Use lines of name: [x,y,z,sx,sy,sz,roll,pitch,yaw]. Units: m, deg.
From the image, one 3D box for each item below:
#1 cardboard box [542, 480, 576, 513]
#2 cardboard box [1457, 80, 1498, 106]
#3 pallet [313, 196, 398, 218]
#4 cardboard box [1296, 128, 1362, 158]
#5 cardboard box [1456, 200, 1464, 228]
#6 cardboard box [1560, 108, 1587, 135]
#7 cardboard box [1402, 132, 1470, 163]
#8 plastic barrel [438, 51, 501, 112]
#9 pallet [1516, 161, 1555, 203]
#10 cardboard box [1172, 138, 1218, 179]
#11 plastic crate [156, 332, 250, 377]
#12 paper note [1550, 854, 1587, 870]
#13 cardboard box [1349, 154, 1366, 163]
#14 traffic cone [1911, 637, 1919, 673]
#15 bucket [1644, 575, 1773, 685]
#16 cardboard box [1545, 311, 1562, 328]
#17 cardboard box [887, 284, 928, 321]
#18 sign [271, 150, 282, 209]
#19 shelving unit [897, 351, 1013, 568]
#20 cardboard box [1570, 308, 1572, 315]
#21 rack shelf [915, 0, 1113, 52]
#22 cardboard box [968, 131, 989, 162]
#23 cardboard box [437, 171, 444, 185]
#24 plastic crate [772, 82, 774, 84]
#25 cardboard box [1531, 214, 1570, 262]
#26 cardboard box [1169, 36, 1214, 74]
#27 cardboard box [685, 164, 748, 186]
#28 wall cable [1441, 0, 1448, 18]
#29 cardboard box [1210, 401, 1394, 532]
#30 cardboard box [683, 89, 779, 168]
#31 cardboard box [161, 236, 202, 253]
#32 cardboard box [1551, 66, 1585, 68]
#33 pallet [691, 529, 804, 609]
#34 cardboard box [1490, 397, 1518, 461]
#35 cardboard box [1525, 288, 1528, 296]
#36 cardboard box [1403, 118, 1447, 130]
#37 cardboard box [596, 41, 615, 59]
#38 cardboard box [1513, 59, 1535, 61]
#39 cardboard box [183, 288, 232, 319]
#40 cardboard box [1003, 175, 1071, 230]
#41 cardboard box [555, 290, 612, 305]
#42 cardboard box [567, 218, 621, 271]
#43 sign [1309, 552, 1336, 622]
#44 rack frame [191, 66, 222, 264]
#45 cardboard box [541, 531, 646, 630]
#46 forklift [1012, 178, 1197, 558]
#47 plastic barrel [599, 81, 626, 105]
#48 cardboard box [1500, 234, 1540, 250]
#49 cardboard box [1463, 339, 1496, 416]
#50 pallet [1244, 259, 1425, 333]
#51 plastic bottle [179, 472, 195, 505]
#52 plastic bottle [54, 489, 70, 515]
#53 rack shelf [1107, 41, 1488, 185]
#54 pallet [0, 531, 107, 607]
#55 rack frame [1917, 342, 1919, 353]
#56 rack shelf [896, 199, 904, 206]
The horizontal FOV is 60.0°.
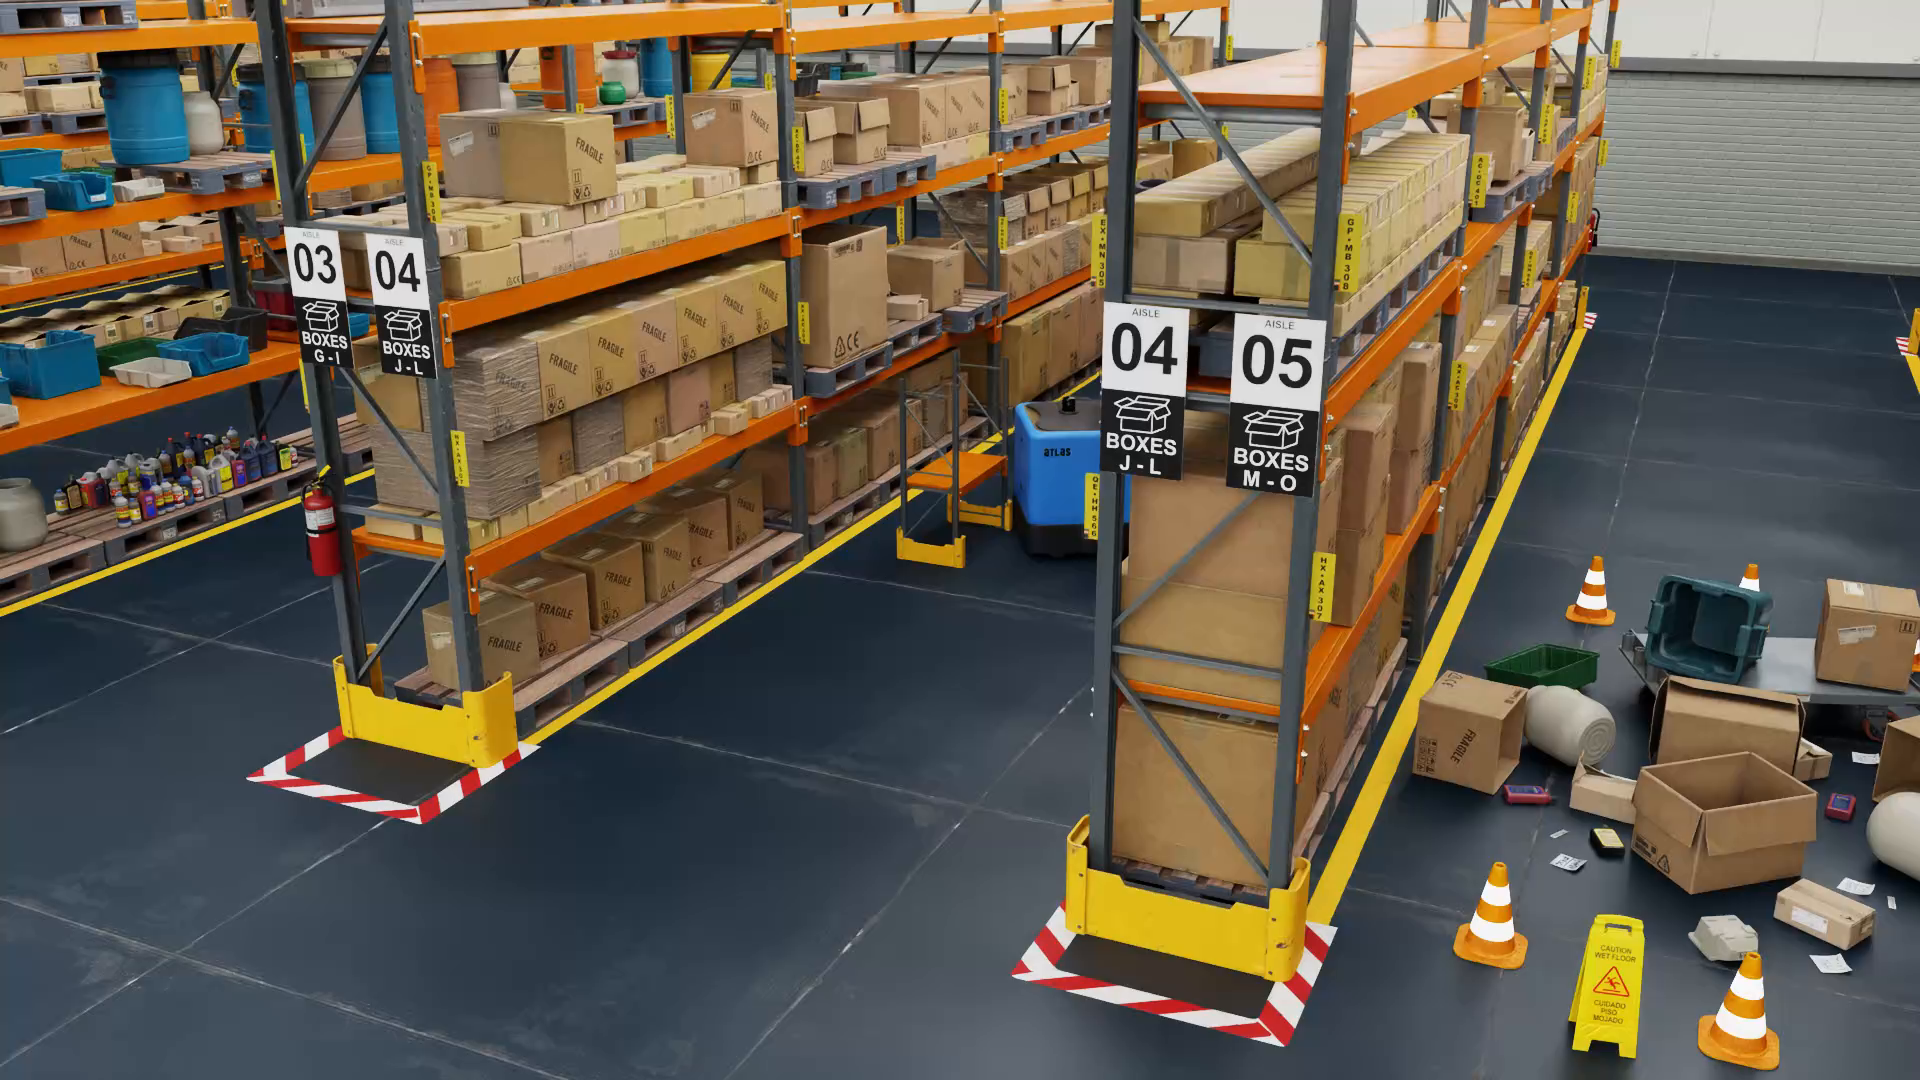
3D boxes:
cardboard box: [-2.703,-0.296,10.699,0.380,0.149,0.250,9,21,23]
cardboard box: [4.839,-4.243,15.654,0.396,0.266,0.258,9,21,23]
pallet: [-8.325,-4.443,22.272,1.003,0.211,1.213,9,21,23]
cardboard box: [2.306,-2.495,10.439,0.380,0.149,0.250,9,21,23]
cardboard box: [2.907,-2.028,10.318,0.380,0.149,0.250,8,21,22]
cardboard box: [6.471,-4.537,17.997,0.500,0.250,0.500,10,22,25]
cardboard box: [2.906,-2.404,10.183,0.380,0.149,0.250,8,21,22]
plastic barrel: [-5.134,-4.686,17.443,0.600,0.901,0.600,0,20,0]
pallet: [4.187,-2.987,13.695,1.213,0.211,1.003,10,22,25]
cardboard box: [3.235,-5.261,22.947,0.500,0.500,0.500,9,21,23]
plastic crate: [-6.443,-1.589,14.182,0.499,0.251,0.616,9,21,23]
paper note: [3.301,1.745,9.018,0.144,0.017,0.142,18,26,41]
cardboard box: [2.309,-2.260,10.375,0.500,0.250,0.500,9,21,23]
traffic cone: [6.553,0.629,11.510,0.336,0.463,0.334,9,21,23]
bucket: [4.812,0.540,10.589,0.726,0.611,0.620,18,16,41]
cardboard box: [6.861,-2.611,19.573,0.380,0.149,0.250,9,21,24]
cardboard box: [-0.517,-2.166,15.155,0.396,0.266,0.258,8,21,21]
sign: [-3.855,-2.045,9.445,0.100,0.325,0.005,9,21,23]
shelving unit: [-0.033,-0.683,13.651,0.587,1.500,1.083,9,21,22]
cardboard box: [7.512,-2.947,20.963,0.380,0.149,0.250,8,21,20]
rack shelf: [0.738,-5.488,17.642,1.077,0.370,4.000,9,21,23]
cardboard box: [-0.052,-3.741,15.760,0.500,0.250,0.500,9,21,23]
cardboard box: [-7.509,-5.396,24.516,0.500,0.500,0.500,9,21,24]
plastic crate: [-2.788,-6.210,22.872,0.293,0.136,0.466,9,21,23]
cardboard box: [6.473,-3.393,18.440,0.500,0.500,0.500,8,21,22]
cardboard box: [3.031,-6.562,22.543,0.700,0.500,0.500,7,21,19]
cardboard box: [-1.781,-2.677,12.173,0.380,0.149,0.250,9,21,23]
wall cable: [8.655,-10.621,25.604,2.277,5.999,0.120,9,21,23]
cardboard box: [1.808,-0.442,8.899,0.875,0.550,0.550,9,21,23]
cardboard box: [-1.671,-3.019,12.164,0.500,0.500,0.500,8,21,21]
cardboard box: [-9.233,-3.507,19.728,0.380,0.149,0.250,9,21,23]
cardboard box: [6.722,-5.147,18.372,0.380,0.149,0.250,8,21,21]
pallet: [-1.962,0.169,13.179,1.003,0.211,1.213,9,21,23]
cardboard box: [4.925,-1.068,15.598,0.500,0.500,0.500,8,21,20]
cardboard box: [5.311,-2.461,16.159,0.380,0.149,0.250,9,21,23]
cardboard box: [3.906,-3.292,13.628,0.500,0.311,0.500,9,21,23]
cardboard box: [-5.819,-7.770,26.341,0.500,0.250,0.500,9,21,23]
cardboard box: [6.675,-5.539,19.475,0.380,0.149,0.250,9,22,25]
cardboard box: [-9.107,-2.911,20.317,0.500,0.311,0.500,9,22,24]
cardboard box: [0.771,-3.724,18.316,0.797,0.503,0.637,9,22,24]
cardboard box: [-2.738,-1.451,11.486,0.500,0.500,0.500,9,21,23]
cardboard box: [-2.512,-1.896,10.571,0.500,0.250,0.500,8,21,22]
sign: [1.631,0.212,7.486,0.100,0.325,0.005,9,21,23]
rack frame: [-12.000,-5.840,25.912,1.000,3.000,0.127,9,21,23]
cardboard box: [-2.599,0.283,11.801,0.500,0.500,0.500,11,22,28]
forklift: [1.999,-1.424,13.597,3.031,2.935,1.130,-2,20,-5]
plastic barrel: [-3.956,-5.088,18.927,0.294,0.245,0.294,0,20,0]
cardboard box: [5.626,-2.984,16.742,0.380,0.149,0.250,8,21,21]
cardboard box: [3.847,-1.277,12.933,0.500,0.500,0.500,9,21,24]
pallet: [1.919,-1.395,9.070,1.003,0.211,1.213,9,21,23]
plastic bottle: [-6.585,-0.443,14.152,0.097,0.271,0.097,0,20,0]
plastic bottle: [-7.523,-0.322,13.918,0.097,0.201,0.097,0,20,0]
rack shelf: [1.946,-2.331,8.765,1.077,0.370,4.000,9,21,23]
pallet: [-7.550,0.225,13.022,1.003,0.211,1.213,9,21,23]
rack frame: [12.236,-3.664,19.794,1.000,3.000,0.127,9,21,23]
rack shelf: [-2.143,-4.753,23.930,1.077,0.370,4.000,9,21,23]
